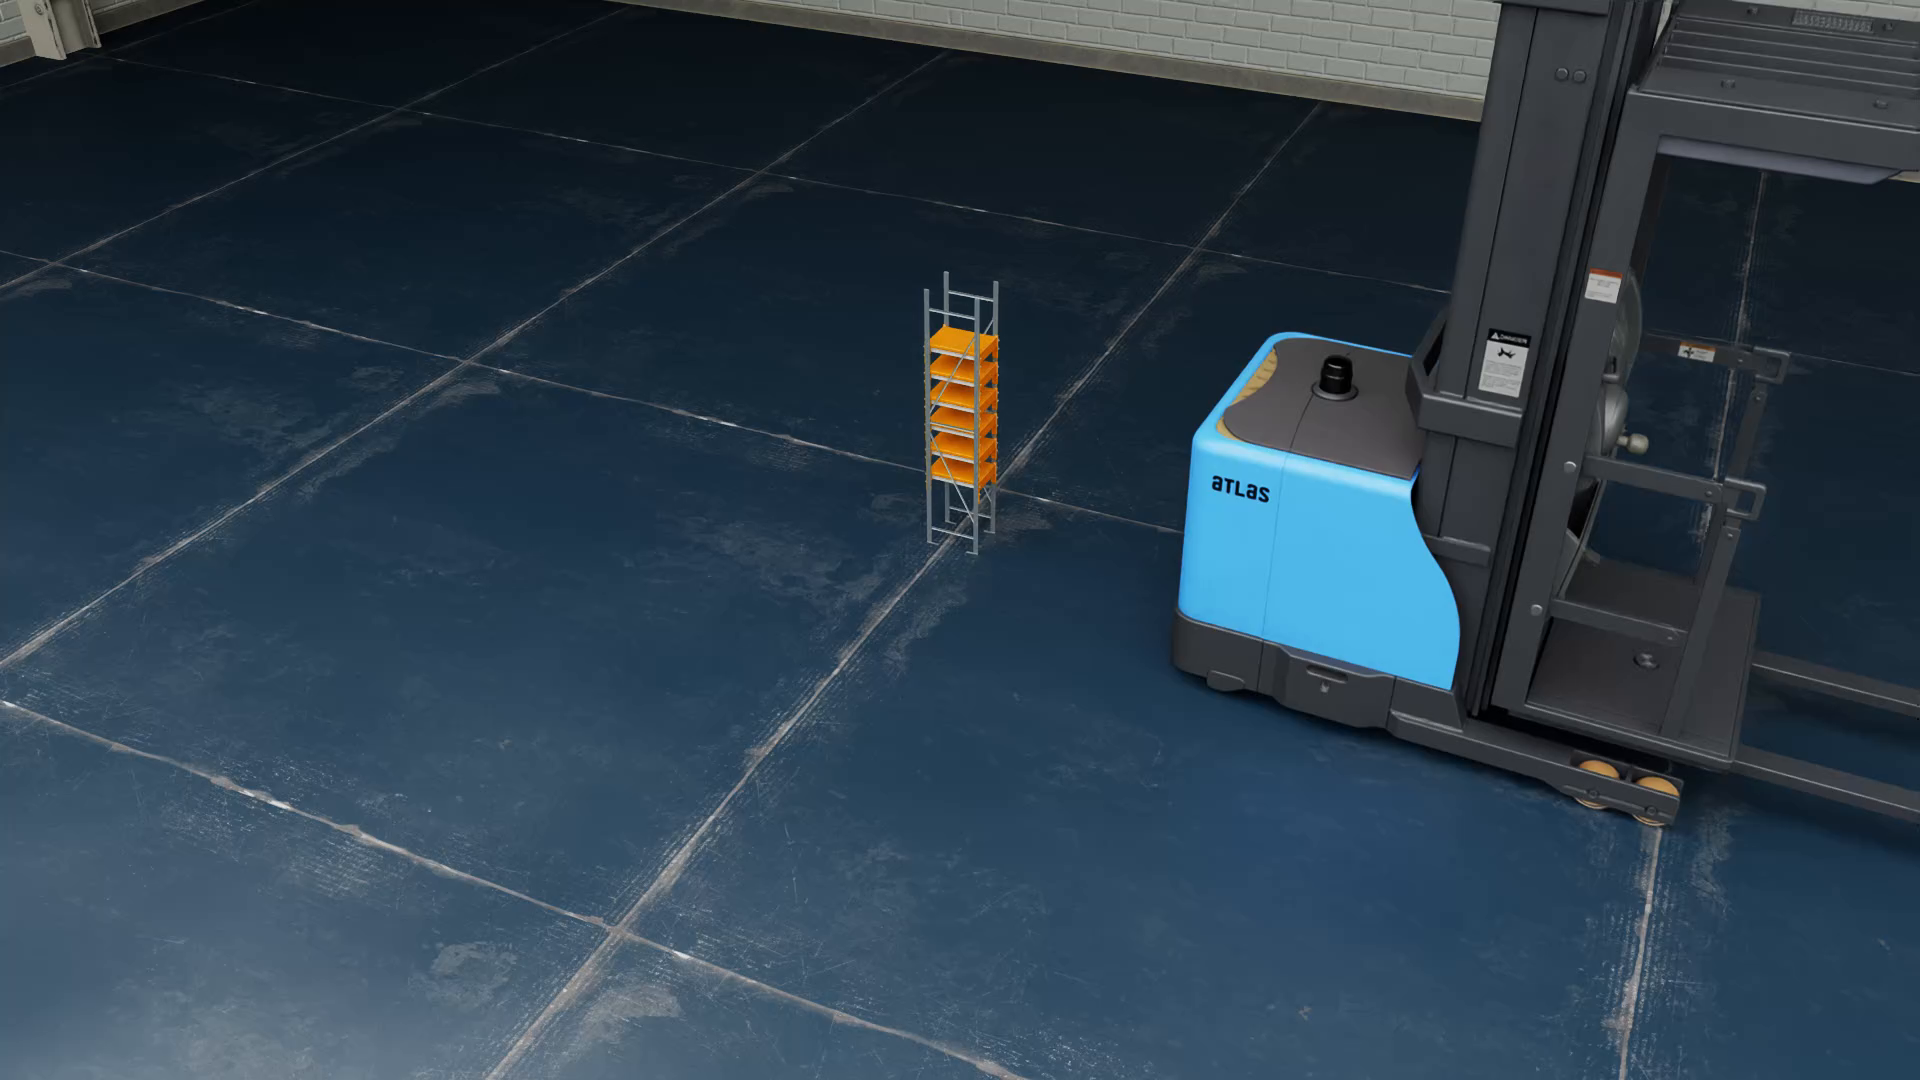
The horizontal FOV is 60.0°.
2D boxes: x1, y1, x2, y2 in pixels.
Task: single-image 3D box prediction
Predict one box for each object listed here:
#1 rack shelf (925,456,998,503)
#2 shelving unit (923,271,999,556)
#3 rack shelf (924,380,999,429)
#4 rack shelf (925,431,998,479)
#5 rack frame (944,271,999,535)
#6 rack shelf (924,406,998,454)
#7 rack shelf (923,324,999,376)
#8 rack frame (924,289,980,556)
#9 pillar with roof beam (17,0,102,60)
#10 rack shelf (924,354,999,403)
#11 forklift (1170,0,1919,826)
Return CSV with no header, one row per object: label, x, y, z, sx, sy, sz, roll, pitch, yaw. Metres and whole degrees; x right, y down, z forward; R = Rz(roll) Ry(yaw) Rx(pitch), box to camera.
rack shelf,0.006,-0.271,7.088,0.258,0.103,0.180,14,36,20
shelving unit,0.006,-0.509,6.932,0.258,1.200,0.189,14,36,20
rack shelf,0.006,-0.572,6.891,0.258,0.103,0.180,14,36,20
rack shelf,0.006,-0.371,7.022,0.258,0.103,0.180,14,36,20
rack frame,0.044,-0.555,7.001,0.240,1.200,0.006,14,36,20
rack shelf,0.006,-0.472,6.956,0.258,0.103,0.180,14,36,20
rack shelf,0.006,-0.773,6.759,0.258,0.103,0.180,14,36,20
rack frame,-0.032,-0.463,6.862,0.240,1.200,0.006,14,36,20
pillar with roof beam,-3.146,-6.647,9.181,9.100,9.000,0.400,14,36,20
rack shelf,0.006,-0.673,6.825,0.258,0.103,0.180,14,36,20
forklift,2.365,-0.573,5.451,3.031,2.935,1.130,15,36,22
